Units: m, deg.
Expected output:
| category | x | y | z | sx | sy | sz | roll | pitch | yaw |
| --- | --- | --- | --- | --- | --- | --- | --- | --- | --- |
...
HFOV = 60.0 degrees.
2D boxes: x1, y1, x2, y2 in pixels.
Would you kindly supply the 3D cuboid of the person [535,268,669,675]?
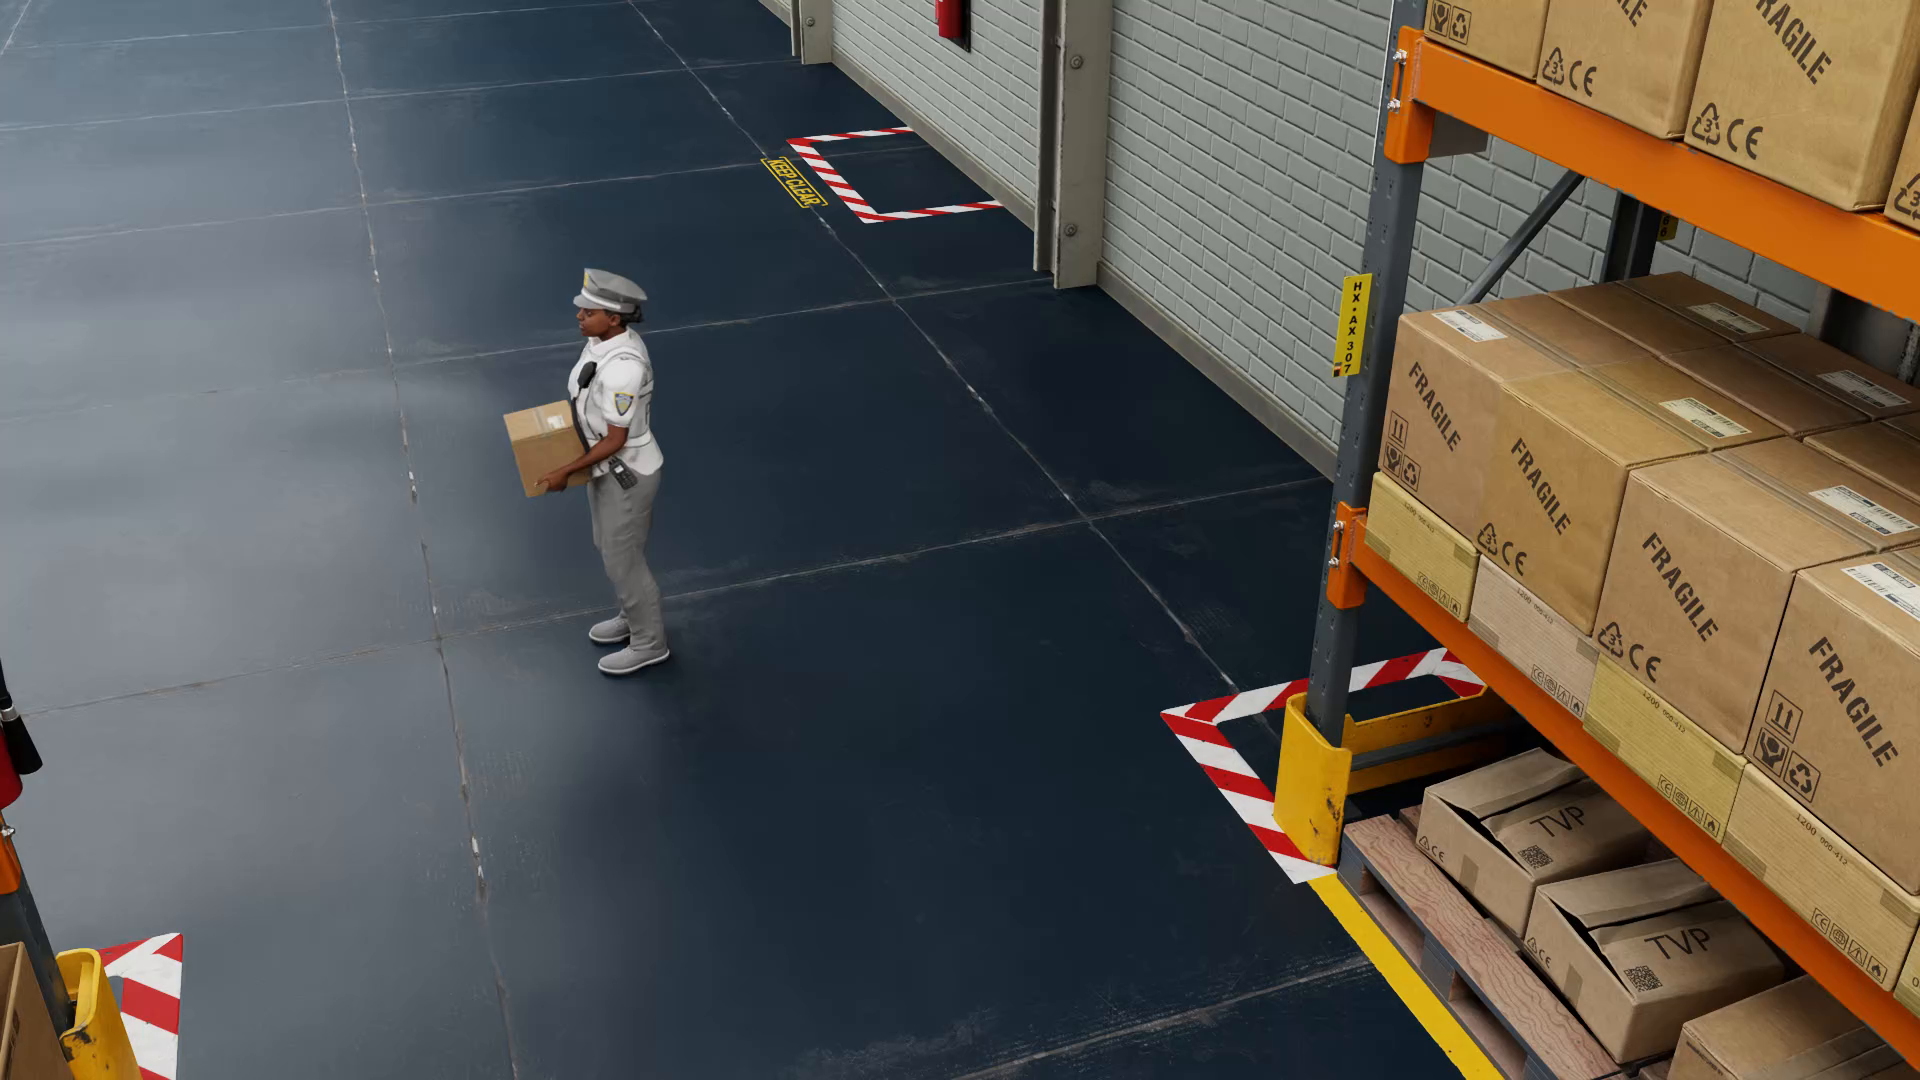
| category | x | y | z | sx | sy | sz | roll | pitch | yaw |
| --- | --- | --- | --- | --- | --- | --- | --- | --- | --- |
| person | -1.427 | -0.258 | 6.556 | 0.515 | 1.680 | 0.454 | -11 | 32 | -18 |
